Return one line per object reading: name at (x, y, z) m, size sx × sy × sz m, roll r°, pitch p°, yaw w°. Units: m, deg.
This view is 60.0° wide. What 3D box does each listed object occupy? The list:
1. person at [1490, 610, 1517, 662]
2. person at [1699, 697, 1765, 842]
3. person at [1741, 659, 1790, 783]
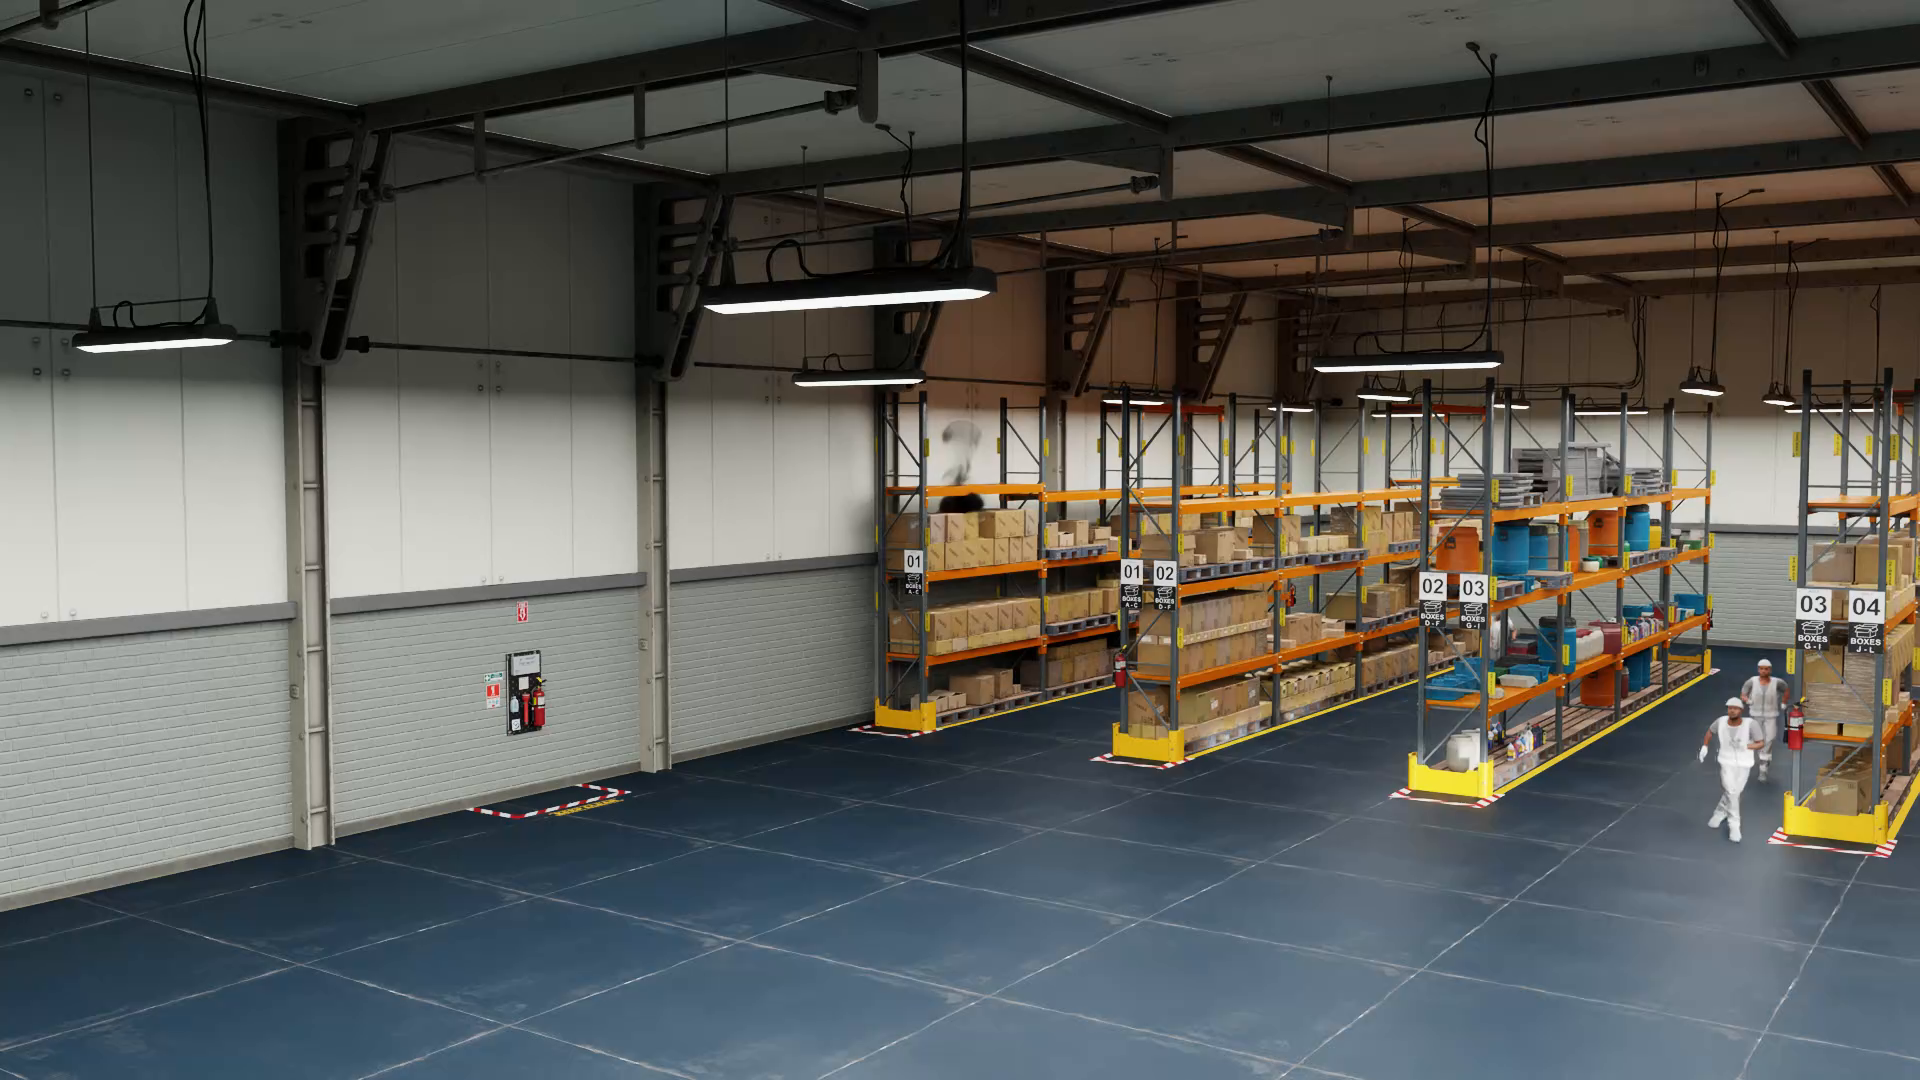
person at (11.118, 2.221, 34.302) m, size 0.688 × 1.775 × 0.768 m, roll 1°, pitch 3°, yaw 22°
person at (9.970, 2.929, 21.477) m, size 0.728 × 1.802 × 0.779 m, roll 1°, pitch 3°, yaw 18°
person at (12.201, 2.705, 25.231) m, size 0.655 × 1.811 × 0.991 m, roll 2°, pitch 4°, yaw 31°
